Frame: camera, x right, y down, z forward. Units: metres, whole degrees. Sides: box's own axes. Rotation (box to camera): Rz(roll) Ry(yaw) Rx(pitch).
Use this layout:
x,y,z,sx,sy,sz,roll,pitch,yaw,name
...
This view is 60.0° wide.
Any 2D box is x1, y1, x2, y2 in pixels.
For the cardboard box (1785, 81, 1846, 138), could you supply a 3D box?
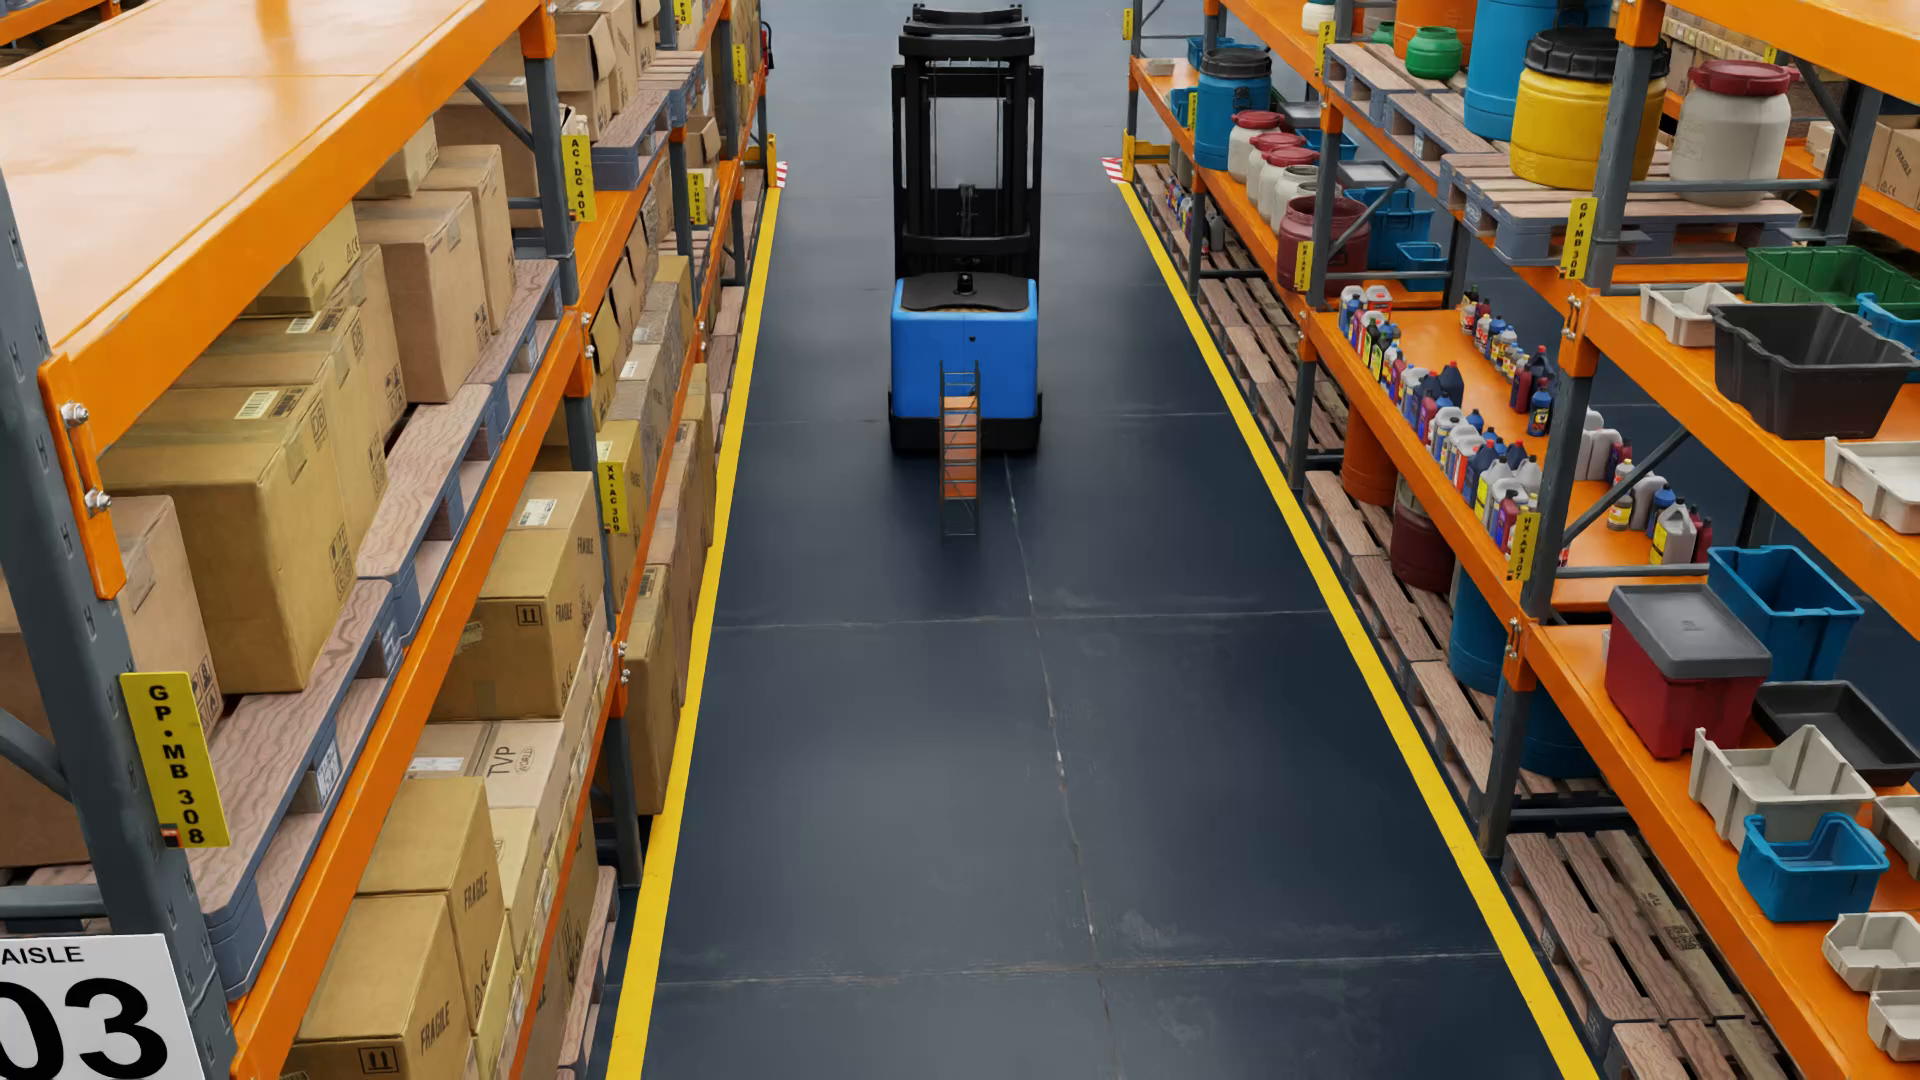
x,y,z,sx,sy,sz,roll,pitch,yaw,name
7.471,-3.921,14.916,0.700,0.500,0.500,-2,28,-4,cardboard box

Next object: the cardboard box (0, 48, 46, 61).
x,y,z,sx,sy,sz,roll,pitch,yaw,name
-7.319,-3.620,13.257,0.700,0.500,0.500,-2,28,-4,cardboard box

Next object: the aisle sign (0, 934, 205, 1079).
x,y,z,sx,sy,sz,roll,pitch,yaw,name
-1.463,0.981,2.815,0.394,0.787,0.004,-1,28,-3,aisle sign

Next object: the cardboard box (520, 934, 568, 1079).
x,y,z,sx,sy,sz,roll,pitch,yaw,name
-1.973,1.738,6.017,0.875,0.875,0.875,-1,28,-3,cardboard box

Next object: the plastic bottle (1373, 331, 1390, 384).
x,y,z,sx,sy,sz,roll,pitch,yaw,name
2.460,-1.064,9.673,0.061,0.283,0.133,-1,28,-3,plastic bottle

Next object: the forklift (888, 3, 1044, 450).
x,y,z,sx,sy,sz,roll,pitch,yaw,name
0.059,-2.581,12.529,1.130,2.935,3.031,1,28,1,forklift

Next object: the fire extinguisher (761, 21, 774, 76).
x,y,z,sx,sy,sz,roll,pitch,yaw,name
-2.147,-5.311,17.773,0.296,0.674,0.183,-1,28,-3,fire extinguisher

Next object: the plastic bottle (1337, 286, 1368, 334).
x,y,z,sx,sy,sz,roll,pitch,yaw,name
2.462,-1.444,10.409,0.152,0.276,0.135,-1,28,-3,plastic bottle

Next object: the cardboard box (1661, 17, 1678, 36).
x,y,z,sx,sy,sz,roll,pitch,yaw,name
7.166,-5.070,16.417,0.380,0.149,0.250,-2,28,-3,cardboard box

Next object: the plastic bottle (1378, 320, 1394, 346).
x,y,z,sx,sy,sz,roll,pitch,yaw,name
2.526,-1.176,9.899,0.097,0.271,0.097,0,28,0,plastic bottle

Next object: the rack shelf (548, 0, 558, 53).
x,y,z,sx,sy,sz,roll,pitch,yaw,name
-2.079,-2.827,7.650,1.077,0.370,4.000,-1,28,-3,rack shelf

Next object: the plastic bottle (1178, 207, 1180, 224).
x,y,z,sx,sy,sz,roll,pitch,yaw,name
2.167,-3.165,16.126,0.097,0.201,0.097,0,28,0,plastic bottle

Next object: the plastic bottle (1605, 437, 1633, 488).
x,y,z,sx,sy,sz,roll,pitch,yaw,name
3.332,-0.397,8.395,0.061,0.283,0.133,-1,28,-3,plastic bottle

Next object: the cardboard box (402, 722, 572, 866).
x,y,z,sx,sy,sz,roll,pitch,yaw,name
-1.633,0.867,5.685,0.500,0.250,0.500,-1,28,-2,cardboard box

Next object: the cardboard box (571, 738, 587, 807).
x,y,z,sx,sy,sz,roll,pitch,yaw,name
-1.591,0.861,6.128,0.380,0.149,0.250,-1,28,-2,cardboard box

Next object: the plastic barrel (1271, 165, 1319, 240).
x,y,z,sx,sy,sz,roll,pitch,yaw,name
2.474,-2.421,12.027,0.421,0.512,0.421,0,28,0,plastic barrel

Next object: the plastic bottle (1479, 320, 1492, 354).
x,y,z,sx,sy,sz,roll,pitch,yaw,name
3.215,-1.237,10.093,0.097,0.201,0.097,0,28,0,plastic bottle

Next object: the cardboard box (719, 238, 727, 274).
x,y,z,sx,sy,sz,roll,pitch,yaw,name
-2.373,-2.698,14.928,0.500,0.500,0.500,-2,28,-4,cardboard box

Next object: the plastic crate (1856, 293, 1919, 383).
x,y,z,sx,sy,sz,roll,pitch,yaw,name
3.338,-0.702,5.791,0.416,0.233,0.300,-1,28,-3,plastic crate

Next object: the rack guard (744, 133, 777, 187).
x,y,z,sx,sy,sz,roll,pitch,yaw,name
-2.597,-4.138,18.144,1.175,0.500,0.348,-1,28,-3,rack guard

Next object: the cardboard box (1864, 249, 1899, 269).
x,y,z,sx,sy,sz,roll,pitch,yaw,name
7.322,-2.220,13.676,0.500,0.311,0.500,-2,28,-4,cardboard box

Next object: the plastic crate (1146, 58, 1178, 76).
x,y,z,sx,sy,sz,roll,pitch,yaw,name
2.070,-4.863,17.116,0.298,0.136,0.250,-1,28,-3,plastic crate

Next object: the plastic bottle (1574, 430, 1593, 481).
x,y,z,sx,sy,sz,roll,pitch,yaw,name
3.127,-0.451,8.506,0.152,0.276,0.135,-1,28,-3,plastic bottle

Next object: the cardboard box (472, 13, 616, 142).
x,y,z,sx,sy,sz,roll,pitch,yaw,name
-2.056,-2.206,7.927,0.797,0.503,0.637,-2,28,-3,cardboard box

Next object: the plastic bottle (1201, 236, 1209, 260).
x,y,z,sx,sy,sz,roll,pitch,yaw,name
2.224,-2.668,15.172,0.097,0.201,0.097,0,28,0,plastic bottle

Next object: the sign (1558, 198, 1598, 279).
x,y,z,sx,sy,sz,roll,pitch,yaw,name
2.422,-1.181,6.517,0.100,0.325,0.005,-1,28,-3,sign

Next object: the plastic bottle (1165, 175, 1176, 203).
x,y,z,sx,sy,sz,roll,pitch,yaw,name
2.128,-3.542,16.771,0.097,0.271,0.097,0,28,0,plastic bottle

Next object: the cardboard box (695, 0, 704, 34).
x,y,z,sx,sy,sz,roll,pitch,yaw,name
-2.017,-3.548,11.227,0.500,0.250,0.500,-1,28,-2,cardboard box

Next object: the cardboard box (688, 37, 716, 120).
x,y,z,sx,sy,sz,roll,pitch,yaw,name
-2.491,-3.516,13.145,1.000,1.000,1.000,-1,28,-2,cardboard box

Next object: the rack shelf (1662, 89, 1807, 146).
x,y,z,sx,sy,sz,roll,pitch,yaw,name
7.396,-4.276,16.484,1.077,0.370,4.000,-1,28,-3,rack shelf

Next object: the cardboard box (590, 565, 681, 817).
x,y,z,sx,sy,sz,roll,pitch,yaw,name
-2.028,0.721,7.967,1.225,0.875,0.875,-1,28,-2,cardboard box

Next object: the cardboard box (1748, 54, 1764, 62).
x,y,z,sx,sy,sz,roll,pitch,yaw,name
7.261,-4.238,14.823,0.380,0.149,0.250,-2,28,-4,cardboard box

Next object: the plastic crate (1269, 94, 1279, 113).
x,y,z,sx,sy,sz,roll,pitch,yaw,name
2.653,-3.771,14.804,0.767,0.338,0.504,-1,28,-3,plastic crate

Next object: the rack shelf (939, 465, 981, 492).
x,y,z,sx,sy,sz,roll,pitch,yaw,name
-0.001,-0.393,10.561,0.258,0.103,0.180,-1,28,-3,rack shelf

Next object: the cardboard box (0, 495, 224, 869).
x,y,z,sx,sy,sz,roll,pitch,yaw,name
-1.847,0.264,3.087,0.700,0.500,0.500,-3,28,-6,cardboard box

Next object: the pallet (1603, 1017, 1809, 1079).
x,y,z,sx,sy,sz,roll,pitch,yaw,name
3.115,2.280,6.150,1.003,0.211,1.213,-1,28,-3,pallet

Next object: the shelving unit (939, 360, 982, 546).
x,y,z,sx,sy,sz,roll,pitch,yaw,name
-0.001,-0.539,10.485,0.258,1.200,0.189,-1,28,-3,shelving unit

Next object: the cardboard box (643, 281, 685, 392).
x,y,z,sx,sy,sz,roll,pitch,yaw,name
-1.890,-1.179,9.659,0.500,0.500,0.500,-2,28,-3,cardboard box

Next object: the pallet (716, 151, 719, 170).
x,y,z,sx,sy,sz,roll,pitch,yaw,name
-2.498,-2.993,13.452,1.003,0.211,1.213,-1,28,-3,pallet

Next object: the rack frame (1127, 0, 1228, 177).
x,y,z,sx,sy,sz,roll,pitch,yaw,name
2.345,-5.401,17.862,1.000,3.000,0.127,-1,28,-3,rack frame

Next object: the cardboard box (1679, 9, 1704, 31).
x,y,z,sx,sy,sz,roll,pitch,yaw,name
7.392,-5.191,15.949,0.700,0.500,0.500,-1,28,-3,cardboard box

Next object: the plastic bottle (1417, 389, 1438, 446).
x,y,z,sx,sy,sz,roll,pitch,yaw,name
2.506,-0.658,8.895,0.061,0.283,0.133,-1,28,-3,plastic bottle

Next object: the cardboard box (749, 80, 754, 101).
x,y,z,sx,sy,sz,roll,pitch,yaw,name
-2.197,-4.353,16.125,0.380,0.149,0.250,-1,28,-3,cardboard box

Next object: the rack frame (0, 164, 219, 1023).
x,y,z,sx,sy,sz,roll,pitch,yaw,name
-1.766,-0.553,2.078,1.000,3.000,0.127,-1,28,-3,rack frame

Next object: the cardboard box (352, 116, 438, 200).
x,y,z,sx,sy,sz,roll,pitch,yaw,name
-1.932,-1.243,5.164,0.500,0.250,0.500,-3,28,-6,cardboard box

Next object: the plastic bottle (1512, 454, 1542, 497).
x,y,z,sx,sy,sz,roll,pitch,yaw,name
2.741,-0.258,8.054,0.144,0.351,0.185,-1,28,-3,plastic bottle

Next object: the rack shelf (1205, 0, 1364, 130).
x,y,z,sx,sy,sz,roll,pitch,yaw,name
2.658,-3.641,12.022,1.077,0.370,4.000,-1,28,-3,rack shelf

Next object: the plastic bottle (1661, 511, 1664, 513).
x,y,z,sx,sy,sz,roll,pitch,yaw,name
3.347,-0.065,7.847,0.097,0.201,0.097,0,28,0,plastic bottle

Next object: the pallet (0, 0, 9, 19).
x,y,z,sx,sy,sz,roll,pitch,yaw,name
-7.290,-3.573,11.317,1.003,0.211,1.213,0,28,0,pallet

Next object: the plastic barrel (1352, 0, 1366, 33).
x,y,z,sx,sy,sz,roll,pitch,yaw,name
2.902,-3.914,11.302,0.600,0.830,0.708,-1,28,-3,plastic barrel

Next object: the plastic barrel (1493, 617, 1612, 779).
x,y,z,sx,sy,sz,roll,pitch,yaw,name
2.960,0.633,8.107,0.600,0.901,0.708,-1,28,-3,plastic barrel

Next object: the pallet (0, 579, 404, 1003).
x,y,z,sx,sy,sz,roll,pitch,yaw,name
-1.815,0.474,3.449,1.003,0.211,1.213,-1,28,-3,pallet

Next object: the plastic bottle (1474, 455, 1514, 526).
x,y,z,sx,sy,sz,roll,pitch,yaw,name
2.597,-0.254,8.047,0.144,0.351,0.185,-1,28,-3,plastic bottle

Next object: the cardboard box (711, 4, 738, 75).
x,y,z,sx,sy,sz,roll,pitch,yaw,name
-2.162,-4.268,14.178,0.500,0.500,0.500,-1,28,-3,cardboard box

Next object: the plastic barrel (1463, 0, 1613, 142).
x,y,z,sx,sy,sz,roll,pitch,yaw,name
2.730,-2.382,7.834,0.600,0.901,0.708,-1,28,-3,plastic barrel

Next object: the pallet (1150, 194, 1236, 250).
x,y,z,sx,sy,sz,roll,pitch,yaw,name
2.494,-3.193,16.645,1.003,0.211,1.213,-1,28,-3,pallet
